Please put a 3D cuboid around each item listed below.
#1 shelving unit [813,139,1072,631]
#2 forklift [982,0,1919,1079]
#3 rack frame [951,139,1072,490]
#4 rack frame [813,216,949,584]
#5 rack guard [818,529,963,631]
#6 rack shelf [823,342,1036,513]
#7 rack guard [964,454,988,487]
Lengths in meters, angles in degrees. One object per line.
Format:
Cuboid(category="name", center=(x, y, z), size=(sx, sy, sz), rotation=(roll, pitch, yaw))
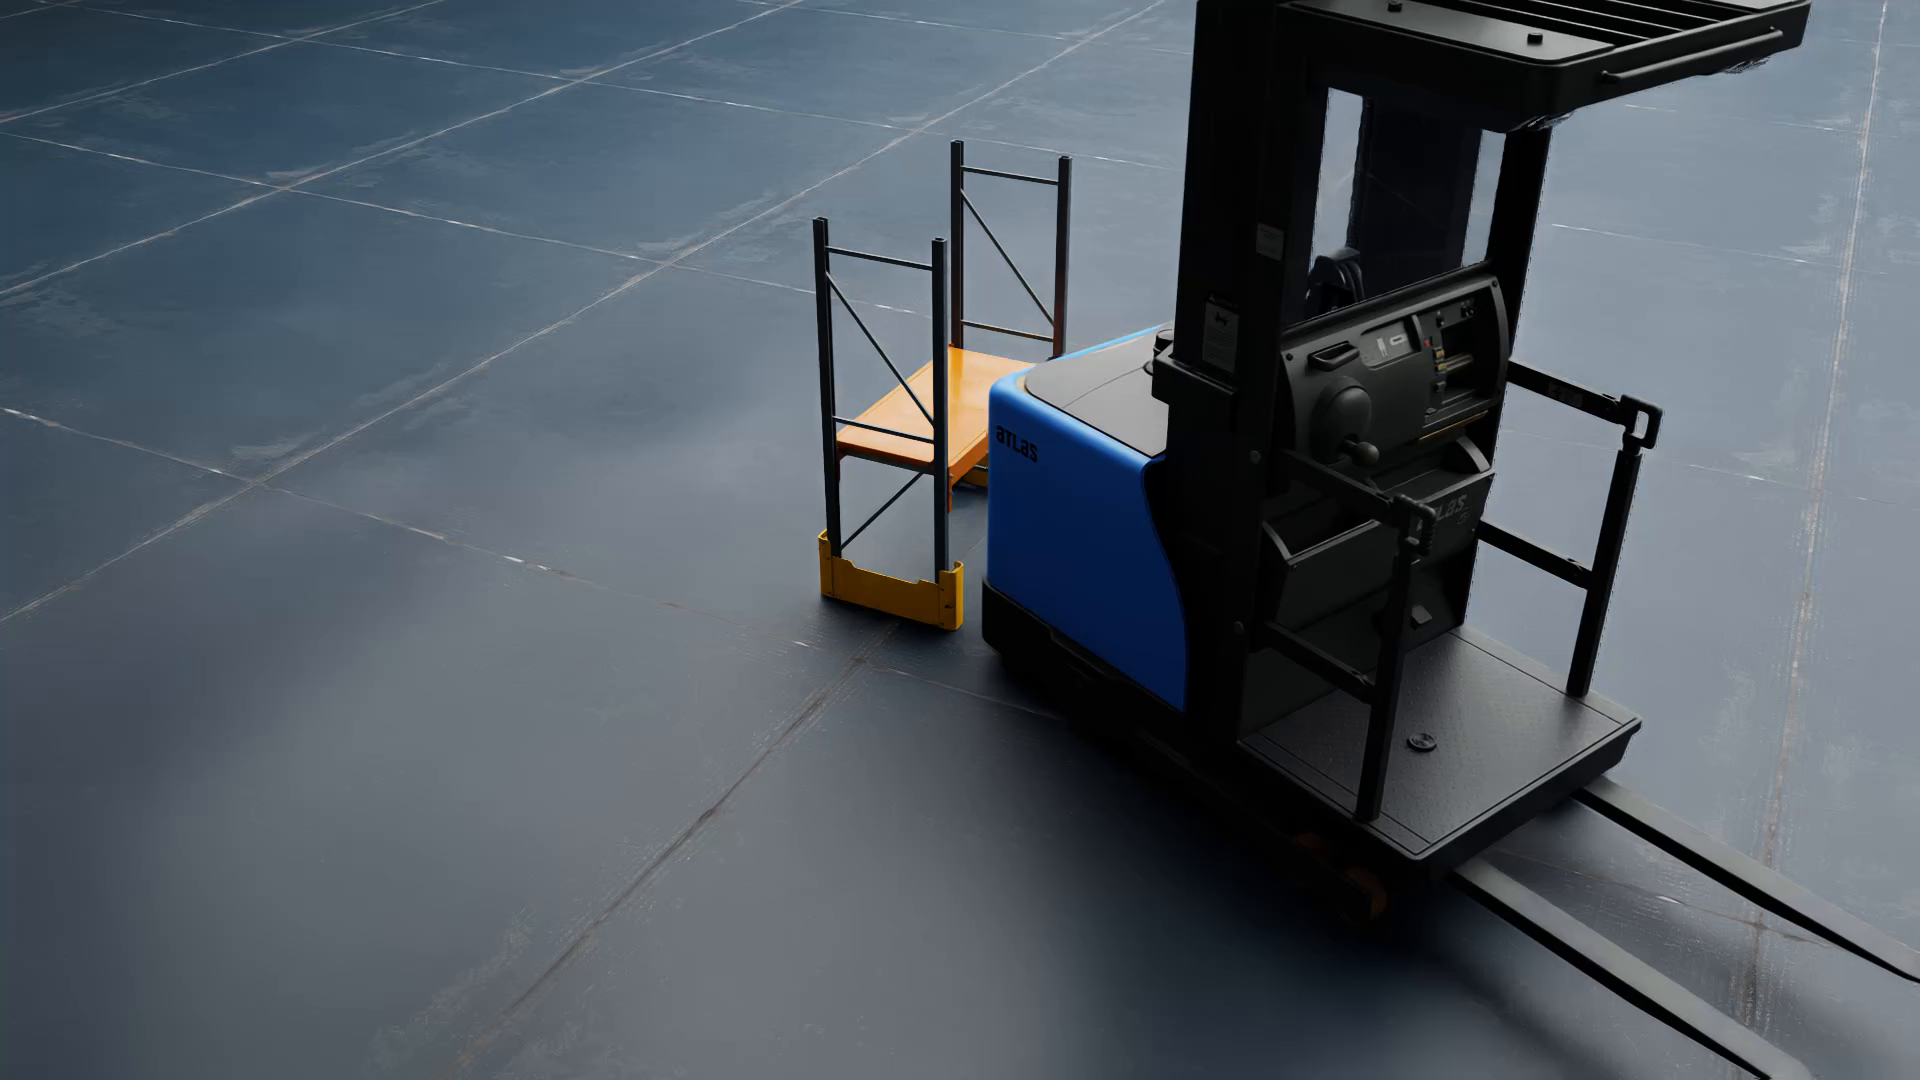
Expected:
Cuboid(category="shelving unit", center=(-0.035, -0.617, 6.318), size=(0.587, 1.500, 1.083), rotation=(14, 33, 23))
Cuboid(category="forklift", center=(1.375, -0.439, 4.571), size=(1.130, 2.935, 3.031), rotation=(-21, 36, -32))
Cuboid(category="rack frame", center=(0.193, -0.838, 6.703), size=(0.500, 1.500, 0.032), rotation=(14, 33, 23))
Cuboid(category="rack frame", center=(-0.270, -0.387, 5.918), size=(0.500, 1.500, 0.032), rotation=(14, 33, 23))
Cuboid(category="rack guard", center=(-0.262, 0.146, 6.244), size=(0.587, 0.250, 0.087), rotation=(14, 33, 23))
Cuboid(category="rack shelf", center=(-0.039, -0.457, 6.400), size=(0.538, 0.185, 1.000), rotation=(14, 33, 23))
Cuboid(category="rack guard", center=(0.192, -0.295, 7.013), size=(0.587, 0.250, 0.087), rotation=(14, 33, 23))
